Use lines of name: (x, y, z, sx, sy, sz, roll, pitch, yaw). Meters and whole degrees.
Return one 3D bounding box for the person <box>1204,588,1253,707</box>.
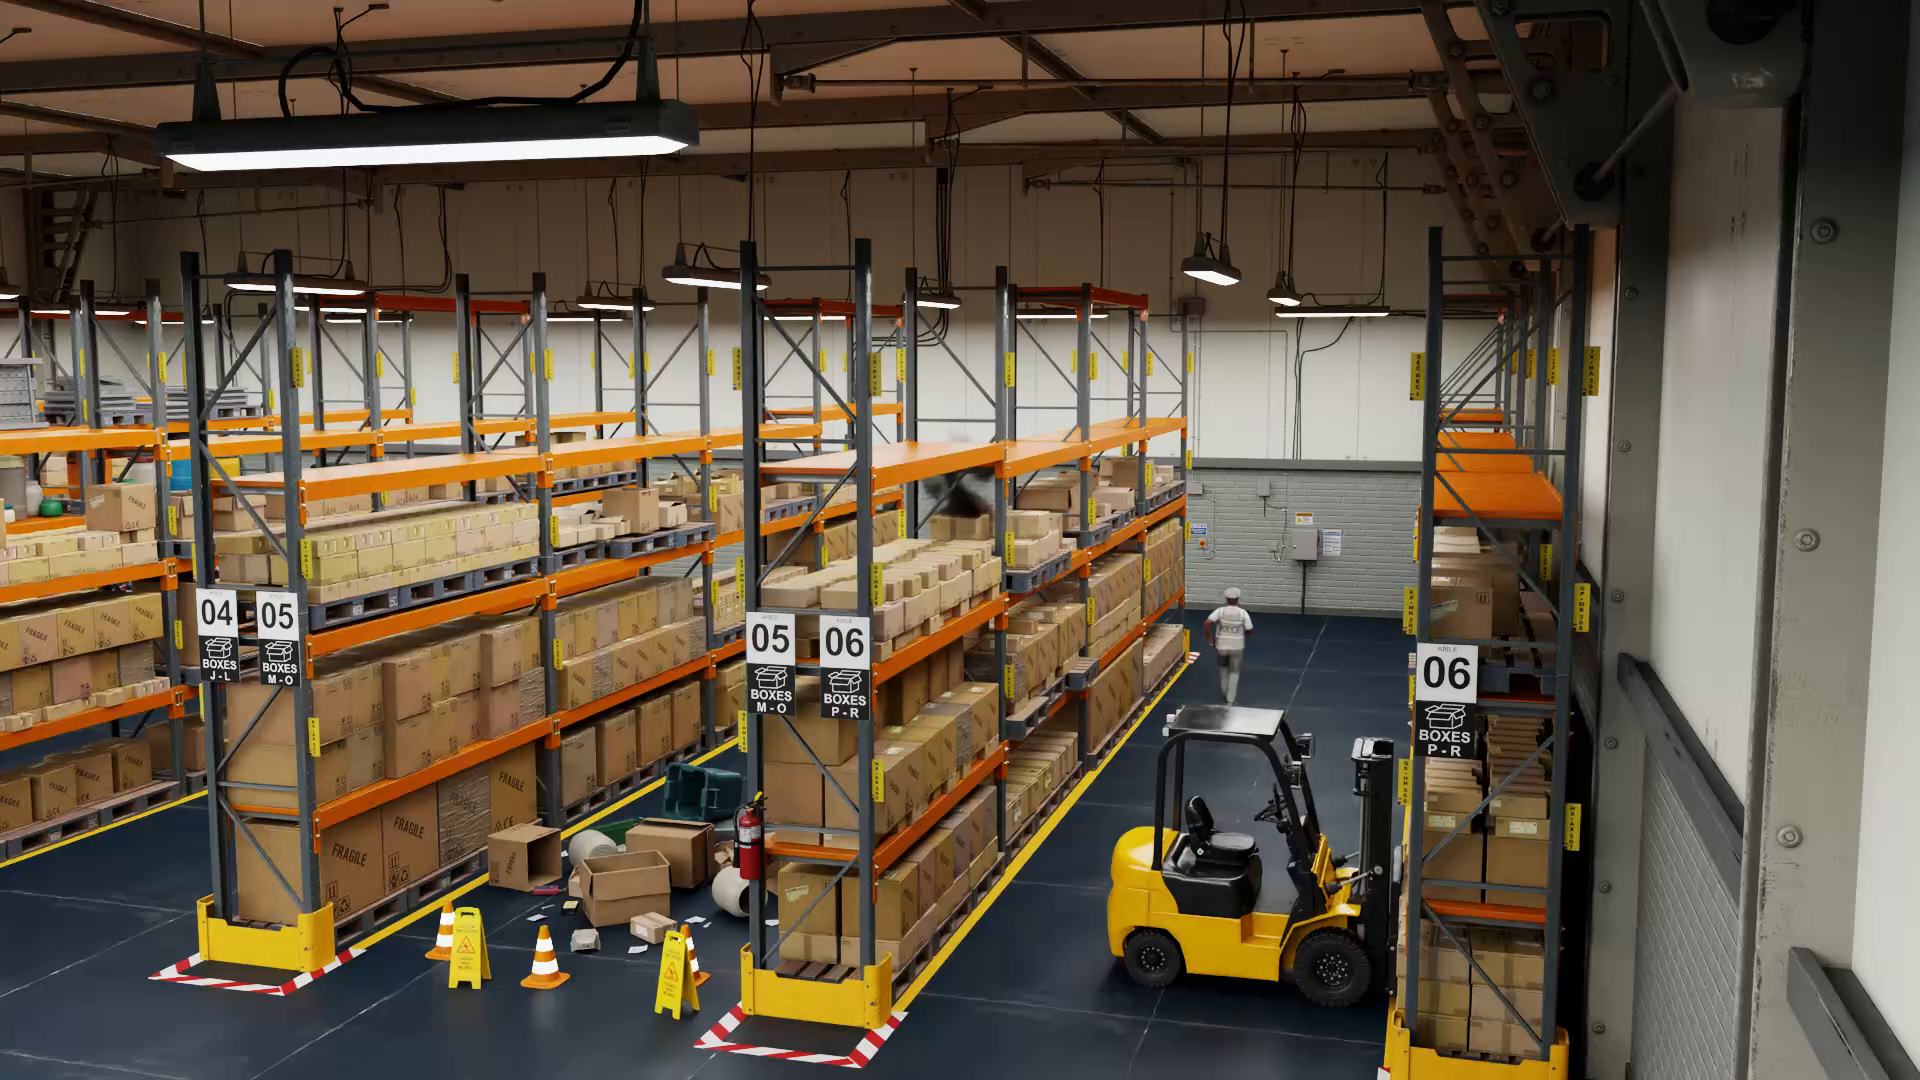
person: (3.933, 1.601, 24.283, 0.670, 1.827, 0.767, 2, 7, 20)
